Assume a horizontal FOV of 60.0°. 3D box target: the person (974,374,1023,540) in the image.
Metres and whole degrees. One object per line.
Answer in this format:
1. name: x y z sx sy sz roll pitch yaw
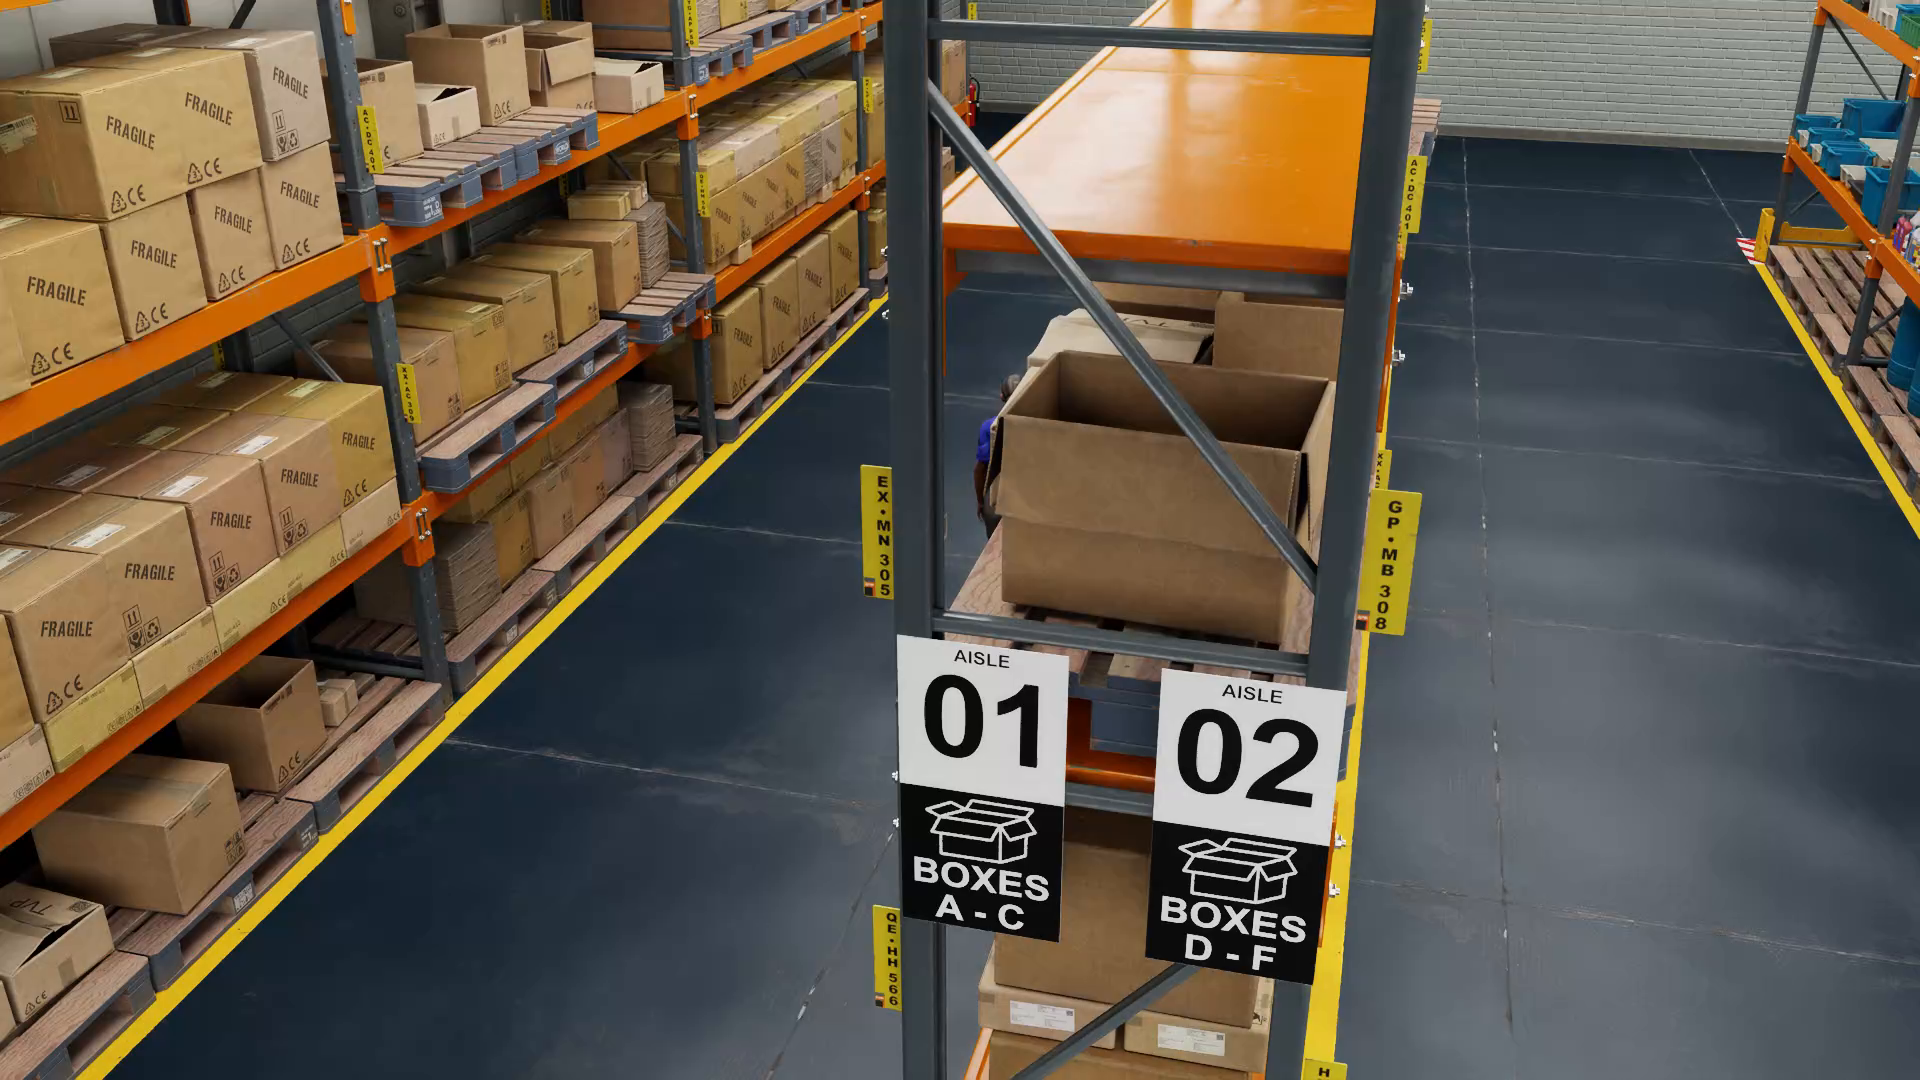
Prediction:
1. person: 0.345 -0.213 10.149 0.503 1.654 0.398 6 26 13
